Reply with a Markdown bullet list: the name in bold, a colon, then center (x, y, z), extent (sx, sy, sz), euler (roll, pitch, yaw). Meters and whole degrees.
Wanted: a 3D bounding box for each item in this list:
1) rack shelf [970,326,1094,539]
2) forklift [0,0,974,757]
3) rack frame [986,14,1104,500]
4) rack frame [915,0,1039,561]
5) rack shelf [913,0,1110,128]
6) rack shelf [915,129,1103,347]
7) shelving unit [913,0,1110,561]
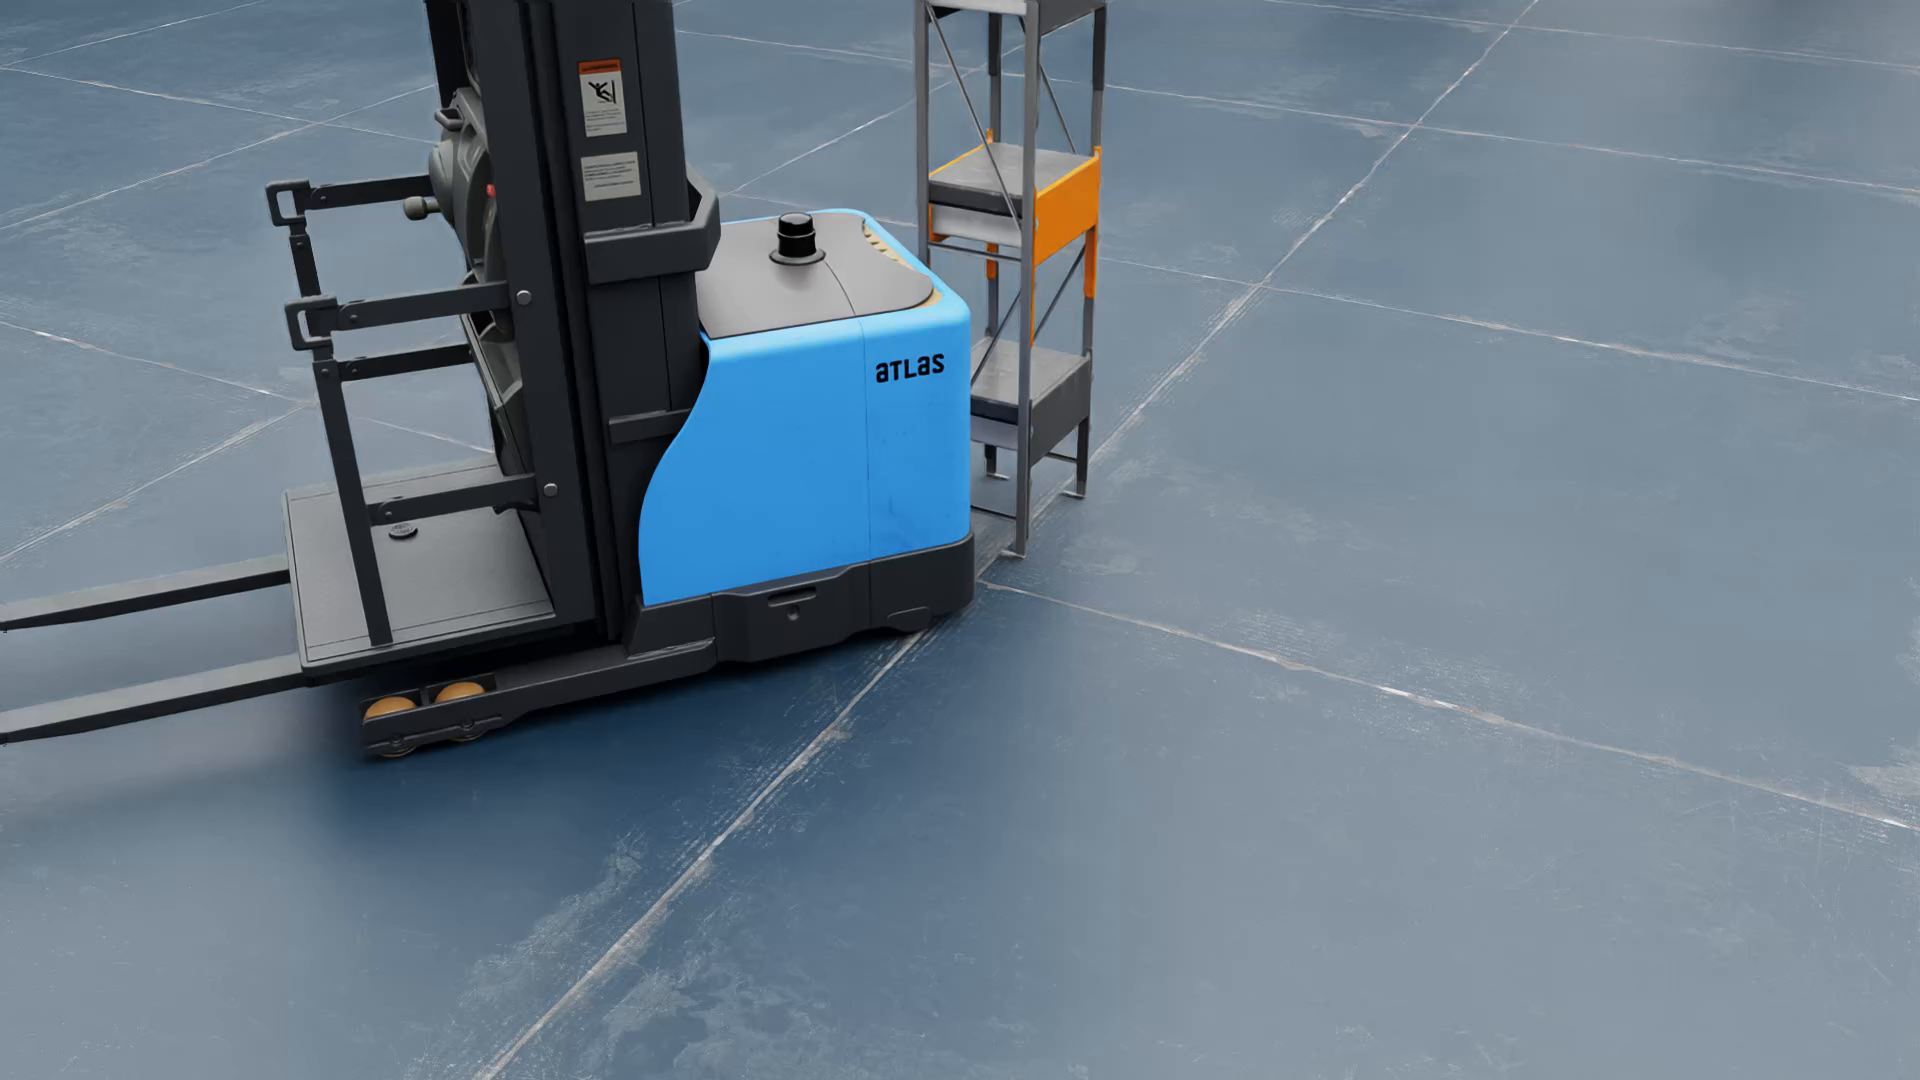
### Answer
- **rack shelf**: center (0.161, -0.379, 5.735), extent (0.431, 0.518, 0.480), euler (15, 33, 24)
- **forklift**: center (-1.523, -0.959, 4.476), extent (3.031, 2.935, 1.130), euler (-12, 32, -19)
- **rack frame**: center (0.277, -1.105, 5.566), extent (0.400, 2.100, 0.015), euler (15, 33, 24)
- **rack frame**: center (0.046, -0.891, 5.193), extent (0.400, 2.100, 0.015), euler (15, 33, 24)
- **rack shelf**: center (0.161, -1.593, 5.038), extent (0.431, 0.518, 0.480), euler (15, 33, 24)
- **rack shelf**: center (0.161, -0.986, 5.386), extent (0.431, 0.518, 0.480), euler (15, 33, 24)
- **shelving unit**: center (0.161, -0.998, 5.379), extent (0.431, 2.100, 0.503), euler (15, 33, 24)
